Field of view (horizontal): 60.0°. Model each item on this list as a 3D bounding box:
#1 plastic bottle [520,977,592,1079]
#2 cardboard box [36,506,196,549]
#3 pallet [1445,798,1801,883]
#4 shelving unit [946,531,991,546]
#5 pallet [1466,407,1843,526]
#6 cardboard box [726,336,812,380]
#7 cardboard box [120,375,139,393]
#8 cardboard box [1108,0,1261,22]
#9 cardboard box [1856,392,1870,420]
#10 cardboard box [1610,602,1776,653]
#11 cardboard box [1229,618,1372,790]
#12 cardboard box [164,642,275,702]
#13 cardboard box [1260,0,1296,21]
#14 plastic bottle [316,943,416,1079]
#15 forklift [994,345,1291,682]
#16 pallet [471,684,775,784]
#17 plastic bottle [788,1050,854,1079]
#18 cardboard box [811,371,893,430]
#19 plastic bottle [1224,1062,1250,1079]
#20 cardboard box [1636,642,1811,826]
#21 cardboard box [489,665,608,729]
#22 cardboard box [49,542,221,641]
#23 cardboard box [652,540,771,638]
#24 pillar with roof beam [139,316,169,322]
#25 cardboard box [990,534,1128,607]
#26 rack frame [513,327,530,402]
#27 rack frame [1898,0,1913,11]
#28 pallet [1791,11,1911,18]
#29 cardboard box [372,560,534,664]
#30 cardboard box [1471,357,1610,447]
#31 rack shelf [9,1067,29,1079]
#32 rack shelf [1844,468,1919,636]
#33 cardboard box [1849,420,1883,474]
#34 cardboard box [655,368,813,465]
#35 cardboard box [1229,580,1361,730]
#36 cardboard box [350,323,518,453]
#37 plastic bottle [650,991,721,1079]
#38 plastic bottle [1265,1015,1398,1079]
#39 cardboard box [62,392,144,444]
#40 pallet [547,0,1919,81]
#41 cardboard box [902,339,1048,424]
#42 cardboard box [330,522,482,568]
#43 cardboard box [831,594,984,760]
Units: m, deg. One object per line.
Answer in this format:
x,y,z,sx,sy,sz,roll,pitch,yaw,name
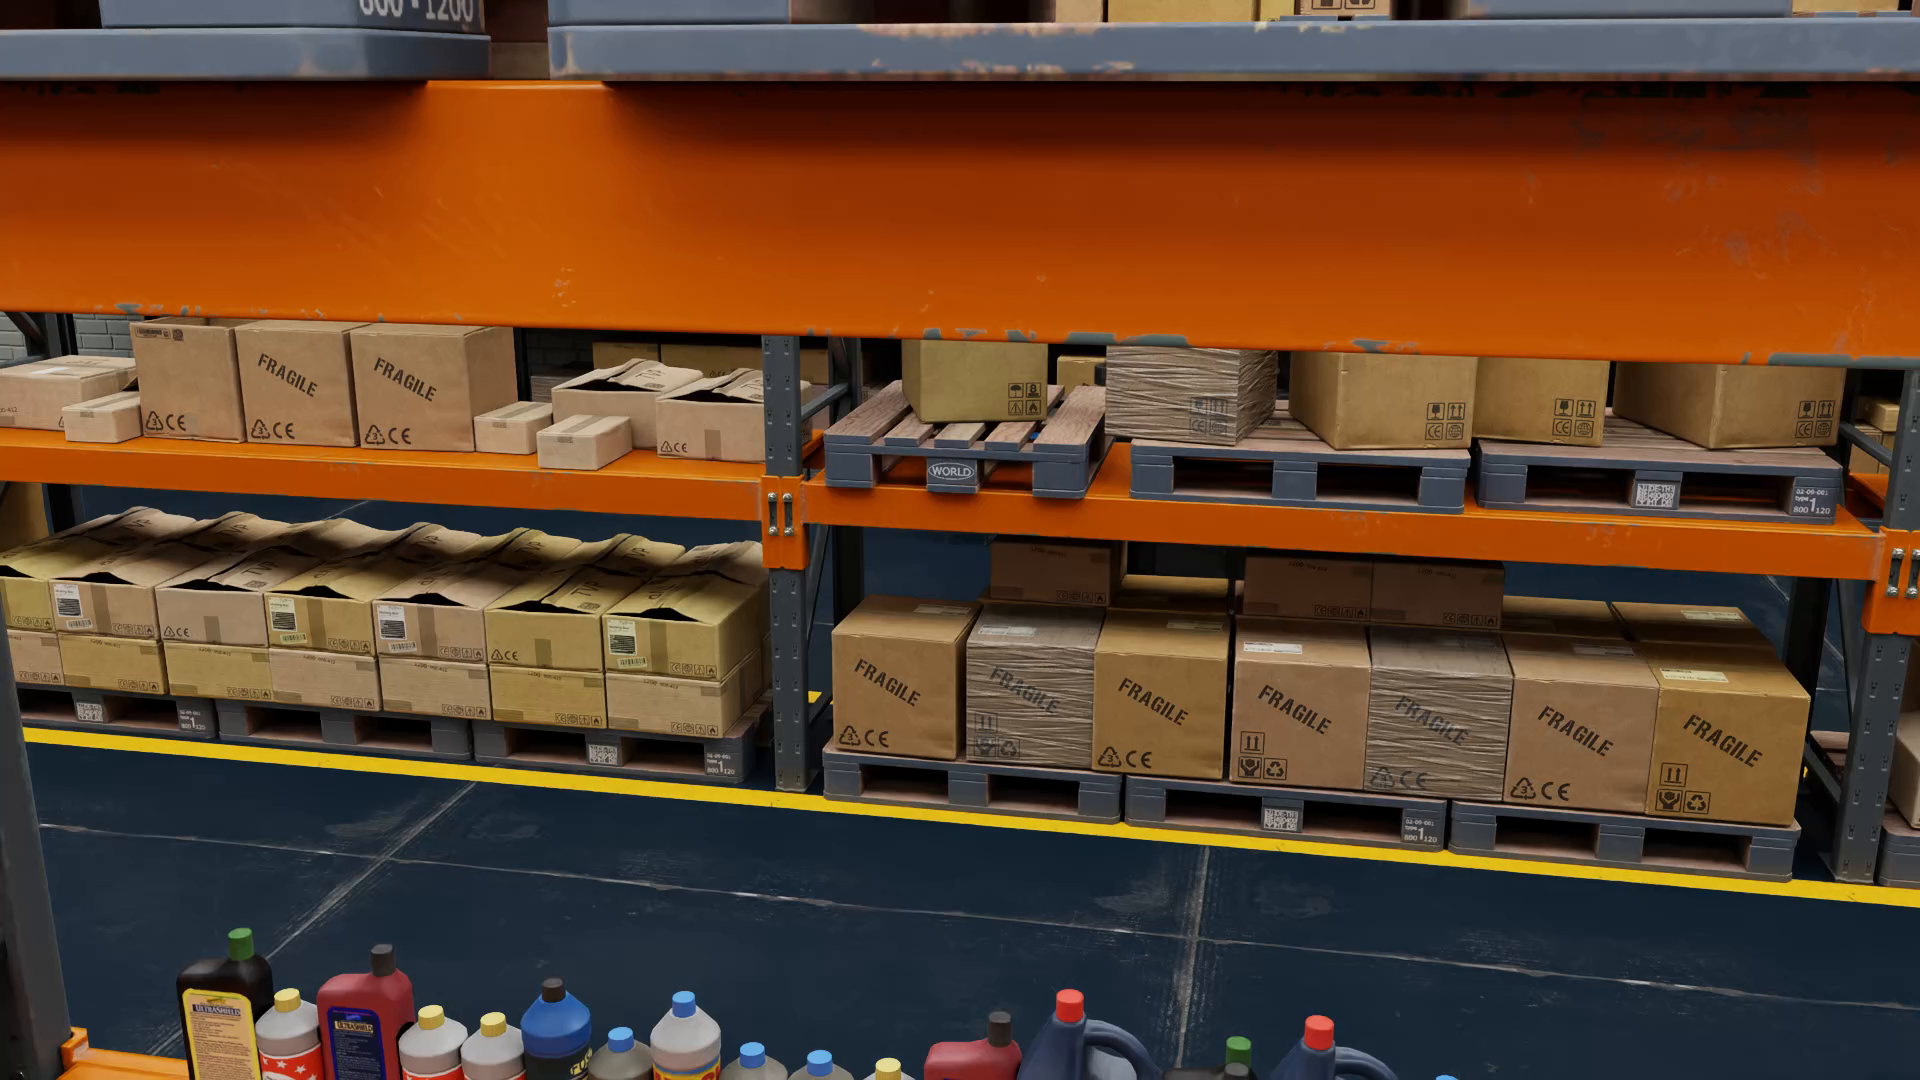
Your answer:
-0.575,0.756,2.386,0.097,0.271,0.097,0,15,0,plastic bottle
-4.058,0.041,8.039,0.500,0.311,0.500,3,16,11,cardboard box
2.523,0.978,6.567,1.213,0.211,1.003,3,16,11,pallet
0.052,-0.503,10.342,0.252,1.050,0.215,3,16,11,shelving unit
2.566,-0.311,6.356,1.213,0.211,1.003,3,16,11,pallet
-1.376,-1.308,12.048,0.500,0.250,0.500,3,16,11,cardboard box
-3.614,-0.695,7.633,0.258,0.266,0.396,3,16,10,cardboard box
0.851,-1.970,6.179,0.500,0.500,0.910,3,16,11,cardboard box
5.696,-0.891,10.769,0.250,0.149,0.380,3,16,9,cardboard box
2.902,0.570,6.672,0.500,0.500,0.500,2,16,9,cardboard box
1.314,0.627,6.468,0.500,0.500,0.500,3,16,9,cardboard box
-3.157,0.505,7.414,0.500,0.250,0.500,3,16,9,cardboard box
1.947,-3.489,10.839,0.500,0.500,0.700,4,16,14,cardboard box
-0.875,0.729,2.461,0.133,0.283,0.061,3,16,11,plastic bottle
1.502,-0.877,8.167,1.130,2.935,3.031,-13,20,-38,forklift
-1.391,0.744,7.409,1.213,0.211,1.003,3,16,11,pallet
-0.194,0.810,2.321,0.097,0.201,0.097,0,15,0,plastic bottle
-0.806,-0.931,12.094,0.500,0.500,0.700,3,16,11,cardboard box
0.318,0.810,2.168,0.133,0.283,0.061,3,16,11,plastic bottle
2.787,0.709,6.173,0.500,0.500,0.500,3,16,11,cardboard box
-1.662,0.587,7.119,0.500,0.250,0.500,3,16,10,cardboard box
-3.667,0.209,7.431,0.500,0.311,0.500,3,16,10,cardboard box
-1.047,0.202,7.456,0.500,0.311,0.500,4,16,13,cardboard box
-7.448,-4.221,8.873,0.400,9.000,9.100,3,16,11,pillar with roof beam
0.427,0.076,7.052,0.500,0.250,0.500,4,16,13,cardboard box
-3.529,-2.054,12.289,0.127,3.000,1.000,3,16,11,rack frame
3.327,-3.224,5.273,0.127,3.000,1.000,3,16,11,rack frame
2.702,-1.741,5.890,1.003,0.211,1.213,3,16,11,pallet
-2.159,0.290,7.139,0.500,0.311,0.500,3,16,11,cardboard box
2.221,-0.687,6.379,0.500,0.500,0.700,6,16,20,cardboard box
-3.543,0.990,2.645,4.000,0.370,1.077,3,16,11,rack shelf
5.287,0.120,5.786,4.000,0.370,1.077,3,16,11,rack shelf
5.515,-0.532,10.690,0.500,0.500,0.700,3,16,11,cardboard box
-0.940,-0.533,6.965,0.500,0.311,0.500,4,16,15,cardboard box
1.394,0.489,6.964,0.500,0.500,0.500,3,16,9,cardboard box
-2.240,-0.679,7.136,0.500,0.500,0.500,2,16,8,cardboard box
-0.384,0.766,2.349,0.097,0.271,0.097,0,15,0,plastic bottle
0.478,0.781,2.146,0.185,0.351,0.144,3,16,11,plastic bottle
-3.685,-0.537,7.281,0.250,0.149,0.380,3,16,11,cardboard box
0.437,-0.467,1.295,1.213,0.211,1.003,3,16,11,pallet
0.047,-0.792,6.758,0.500,0.500,0.700,-2,16,-8,cardboard box
-2.567,0.122,7.747,0.500,0.311,0.500,3,16,10,cardboard box
-0.203,0.546,6.760,0.500,0.500,0.500,4,16,13,cardboard box
